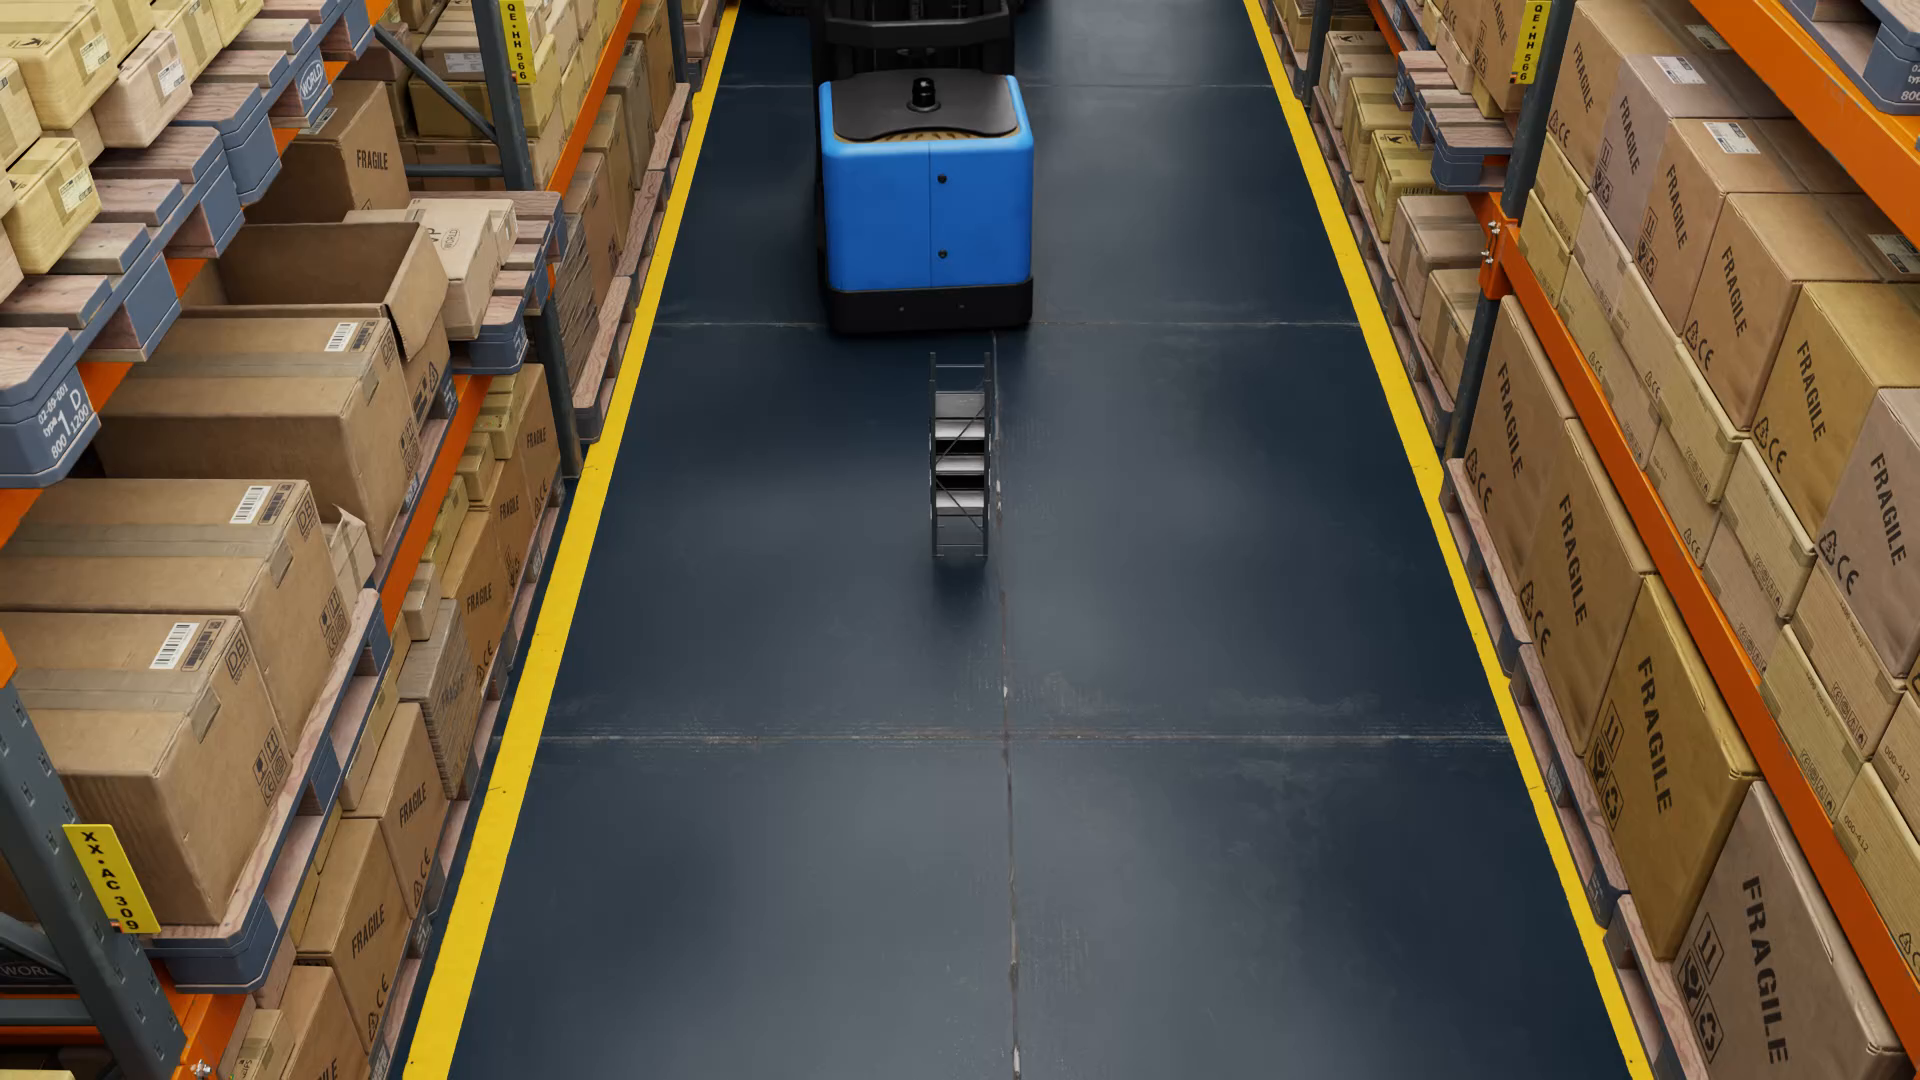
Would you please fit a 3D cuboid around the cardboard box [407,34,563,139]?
[{"bbox_3d":[-1.969,-1.895,6.936,0.500,0.250,0.500,0,39,0],"label":"cardboard box"}]

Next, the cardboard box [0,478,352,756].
[{"bbox_3d":[-2.010,0.192,4.196,0.700,0.500,0.500,0,39,0],"label":"cardboard box"}]

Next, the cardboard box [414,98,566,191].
[{"bbox_3d":[-1.994,-1.699,7.092,0.500,0.250,0.500,0,39,0],"label":"cardboard box"}]

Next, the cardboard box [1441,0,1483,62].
[{"bbox_3d":[2.436,-2.412,7.208,0.500,0.500,0.500,-1,39,-1],"label":"cardboard box"}]

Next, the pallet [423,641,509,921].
[{"bbox_3d":[-2.276,0.836,6.038,1.003,0.211,1.213,0,39,0],"label":"pallet"}]

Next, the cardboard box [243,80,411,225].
[{"bbox_3d":[-2.393,-1.361,6.134,0.500,0.500,0.500,2,39,2],"label":"cardboard box"}]

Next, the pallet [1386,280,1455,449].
[{"bbox_3d":[2.727,-0.887,8.188,1.003,0.211,1.213,0,39,0],"label":"pallet"}]

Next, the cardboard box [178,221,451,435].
[{"bbox_3d":[-2.051,-0.664,5.261,0.797,0.503,0.637,-1,39,-1],"label":"cardboard box"}]

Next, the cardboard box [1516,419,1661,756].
[{"bbox_3d":[2.641,0.169,6.004,0.875,0.875,0.875,0,39,1],"label":"cardboard box"}]

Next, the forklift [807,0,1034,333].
[{"bbox_3d":[-0.273,-3.104,8.780,1.130,2.935,3.031,-3,39,-4],"label":"forklift"}]

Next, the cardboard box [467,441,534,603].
[{"bbox_3d":[-2.032,-0.091,6.629,0.500,0.500,0.500,-1,39,-1],"label":"cardboard box"}]

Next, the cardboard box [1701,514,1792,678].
[{"bbox_3d":[2.497,0.159,4.772,0.500,0.250,0.500,-1,39,-1],"label":"cardboard box"}]

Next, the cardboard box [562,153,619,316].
[{"bbox_3d":[-2.233,-1.516,8.306,0.875,0.625,0.625,1,39,1],"label":"cardboard box"}]

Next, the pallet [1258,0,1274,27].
[{"bbox_3d":[2.681,-4.084,12.178,1.003,0.211,1.213,0,39,0],"label":"pallet"}]

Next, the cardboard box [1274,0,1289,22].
[{"bbox_3d":[2.441,-3.781,11.432,0.500,0.250,0.500,-1,39,-1],"label":"cardboard box"}]

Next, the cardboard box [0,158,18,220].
[{"bbox_3d":[-1.795,-0.557,2.696,0.380,0.149,0.250,1,39,1],"label":"cardboard box"}]

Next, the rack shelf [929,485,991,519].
[{"bbox_3d":[0.000,-0.180,7.096,0.258,0.077,0.200,0,39,0],"label":"rack shelf"}]

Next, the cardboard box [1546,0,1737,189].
[{"bbox_3d":[2.482,-1.607,5.977,0.500,0.500,0.500,-1,39,-2],"label":"cardboard box"}]

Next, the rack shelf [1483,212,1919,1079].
[{"bbox_3d":[2.728,0.045,5.370,1.077,0.370,4.000,0,39,0],"label":"rack shelf"}]

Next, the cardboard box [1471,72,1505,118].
[{"bbox_3d":[2.418,-1.924,7.118,0.380,0.149,0.250,1,39,1],"label":"cardboard box"}]

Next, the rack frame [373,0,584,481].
[{"bbox_3d":[-2.238,-1.480,6.698,1.000,3.000,0.127,0,39,0],"label":"rack frame"}]

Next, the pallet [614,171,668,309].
[{"bbox_3d":[-2.198,-1.668,9.163,1.003,0.211,1.213,0,39,0],"label":"pallet"}]

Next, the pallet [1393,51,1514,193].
[{"bbox_3d":[2.619,-1.857,7.322,1.213,0.211,1.003,0,39,0],"label":"pallet"}]

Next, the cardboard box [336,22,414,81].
[{"bbox_3d":[-2.440,-1.976,6.718,0.380,0.149,0.250,1,39,1],"label":"cardboard box"}]

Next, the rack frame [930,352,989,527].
[{"bbox_3d":[0.000,-0.410,7.042,0.240,0.900,0.006,0,39,0],"label":"rack frame"}]

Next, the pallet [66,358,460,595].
[{"bbox_3d":[-2.231,-0.189,5.241,1.003,0.211,1.213,0,39,0],"label":"pallet"}]

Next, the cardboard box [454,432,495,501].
[{"bbox_3d":[-1.996,-0.278,6.342,0.380,0.149,0.250,-1,39,-2],"label":"cardboard box"}]

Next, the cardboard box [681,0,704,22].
[{"bbox_3d":[-1.934,-3.570,10.770,0.500,0.250,0.500,0,39,0],"label":"cardboard box"}]

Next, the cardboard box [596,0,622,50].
[{"bbox_3d":[-1.996,-2.660,8.291,0.500,0.250,0.500,1,39,1],"label":"cardboard box"}]

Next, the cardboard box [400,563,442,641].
[{"bbox_3d":[-2.010,0.216,5.726,0.380,0.149,0.250,-2,39,-2],"label":"cardboard box"}]

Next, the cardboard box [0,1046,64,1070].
[{"bbox_3d":[-2.522,1.350,4.312,0.380,0.149,0.250,-1,39,-2],"label":"cardboard box"}]

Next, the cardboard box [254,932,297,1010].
[{"bbox_3d":[-2.045,1.182,4.521,0.380,0.149,0.250,-1,39,-1],"label":"cardboard box"}]

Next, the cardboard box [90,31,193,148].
[{"bbox_3d":[-1.814,-0.920,3.386,0.380,0.149,0.250,0,39,1],"label":"cardboard box"}]

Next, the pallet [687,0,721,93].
[{"bbox_3d":[-2.201,-3.391,11.312,1.003,0.211,1.213,0,39,0],"label":"pallet"}]

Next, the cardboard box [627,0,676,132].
[{"bbox_3d":[-2.230,-2.893,10.024,0.875,0.625,0.625,2,39,2],"label":"cardboard box"}]

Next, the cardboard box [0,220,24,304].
[{"bbox_3d":[-1.836,-0.441,2.789,0.380,0.149,0.250,1,39,1],"label":"cardboard box"}]

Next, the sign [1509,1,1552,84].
[{"bbox_3d":[2.184,-1.901,6.361,0.100,0.325,0.005,0,39,0],"label":"sign"}]

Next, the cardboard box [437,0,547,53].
[{"bbox_3d":[-1.945,-2.139,6.922,0.380,0.149,0.250,1,39,1],"label":"cardboard box"}]

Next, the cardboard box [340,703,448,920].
[{"bbox_3d":[-2.015,0.885,5.410,0.500,0.500,0.500,-1,39,-1],"label":"cardboard box"}]

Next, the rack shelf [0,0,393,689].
[{"bbox_3d":[-2.235,-1.119,4.425,1.077,0.370,4.000,0,39,0],"label":"rack shelf"}]

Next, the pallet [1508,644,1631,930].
[{"bbox_3d":[2.650,0.856,6.013,1.003,0.211,1.213,0,39,0],"label":"pallet"}]

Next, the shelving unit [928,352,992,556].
[{"bbox_3d":[0.000,-0.346,6.962,0.258,0.900,0.210,0,39,0],"label":"shelving unit"}]

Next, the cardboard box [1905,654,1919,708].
[{"bbox_3d":[2.479,0.307,3.589,0.500,0.500,0.500,1,39,1],"label":"cardboard box"}]

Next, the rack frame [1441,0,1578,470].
[{"bbox_3d":[2.726,-1.486,6.706,1.000,3.000,0.127,0,39,0],"label":"rack frame"}]

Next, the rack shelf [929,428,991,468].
[{"bbox_3d":[0.000,-0.390,6.927,0.258,0.077,0.200,0,39,0],"label":"rack shelf"}]

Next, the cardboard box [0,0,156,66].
[{"bbox_3d":[-1.851,-1.044,3.302,0.380,0.149,0.250,-1,39,-1],"label":"cardboard box"}]

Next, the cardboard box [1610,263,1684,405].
[{"bbox_3d":[2.467,-0.671,5.409,0.500,0.250,0.500,0,39,0],"label":"cardboard box"}]

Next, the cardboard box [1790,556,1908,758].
[{"bbox_3d":[2.479,0.291,4.209,0.500,0.250,0.500,1,39,1],"label":"cardboard box"}]

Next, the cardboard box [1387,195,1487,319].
[{"bbox_3d":[2.727,-1.439,8.413,0.950,0.372,0.625,-1,39,-1],"label":"cardboard box"}]

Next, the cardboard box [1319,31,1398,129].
[{"bbox_3d":[2.725,-2.798,10.108,0.950,0.372,0.625,0,39,1],"label":"cardboard box"}]

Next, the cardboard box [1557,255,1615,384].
[{"bbox_3d":[2.493,-0.800,5.970,0.500,0.250,0.500,-1,39,-1],"label":"cardboard box"}]

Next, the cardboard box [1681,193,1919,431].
[{"bbox_3d":[2.475,-0.657,4.792,0.500,0.500,0.500,1,39,1],"label":"cardboard box"}]

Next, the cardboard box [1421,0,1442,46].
[{"bbox_3d":[2.366,-2.412,7.726,0.380,0.149,0.250,1,39,1],"label":"cardboard box"}]

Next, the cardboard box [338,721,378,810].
[{"bbox_3d":[-2.033,0.694,5.130,0.380,0.149,0.250,0,39,0],"label":"cardboard box"}]

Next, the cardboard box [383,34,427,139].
[{"bbox_3d":[-2.516,-1.897,6.939,0.500,0.250,0.500,1,39,1],"label":"cardboard box"}]
